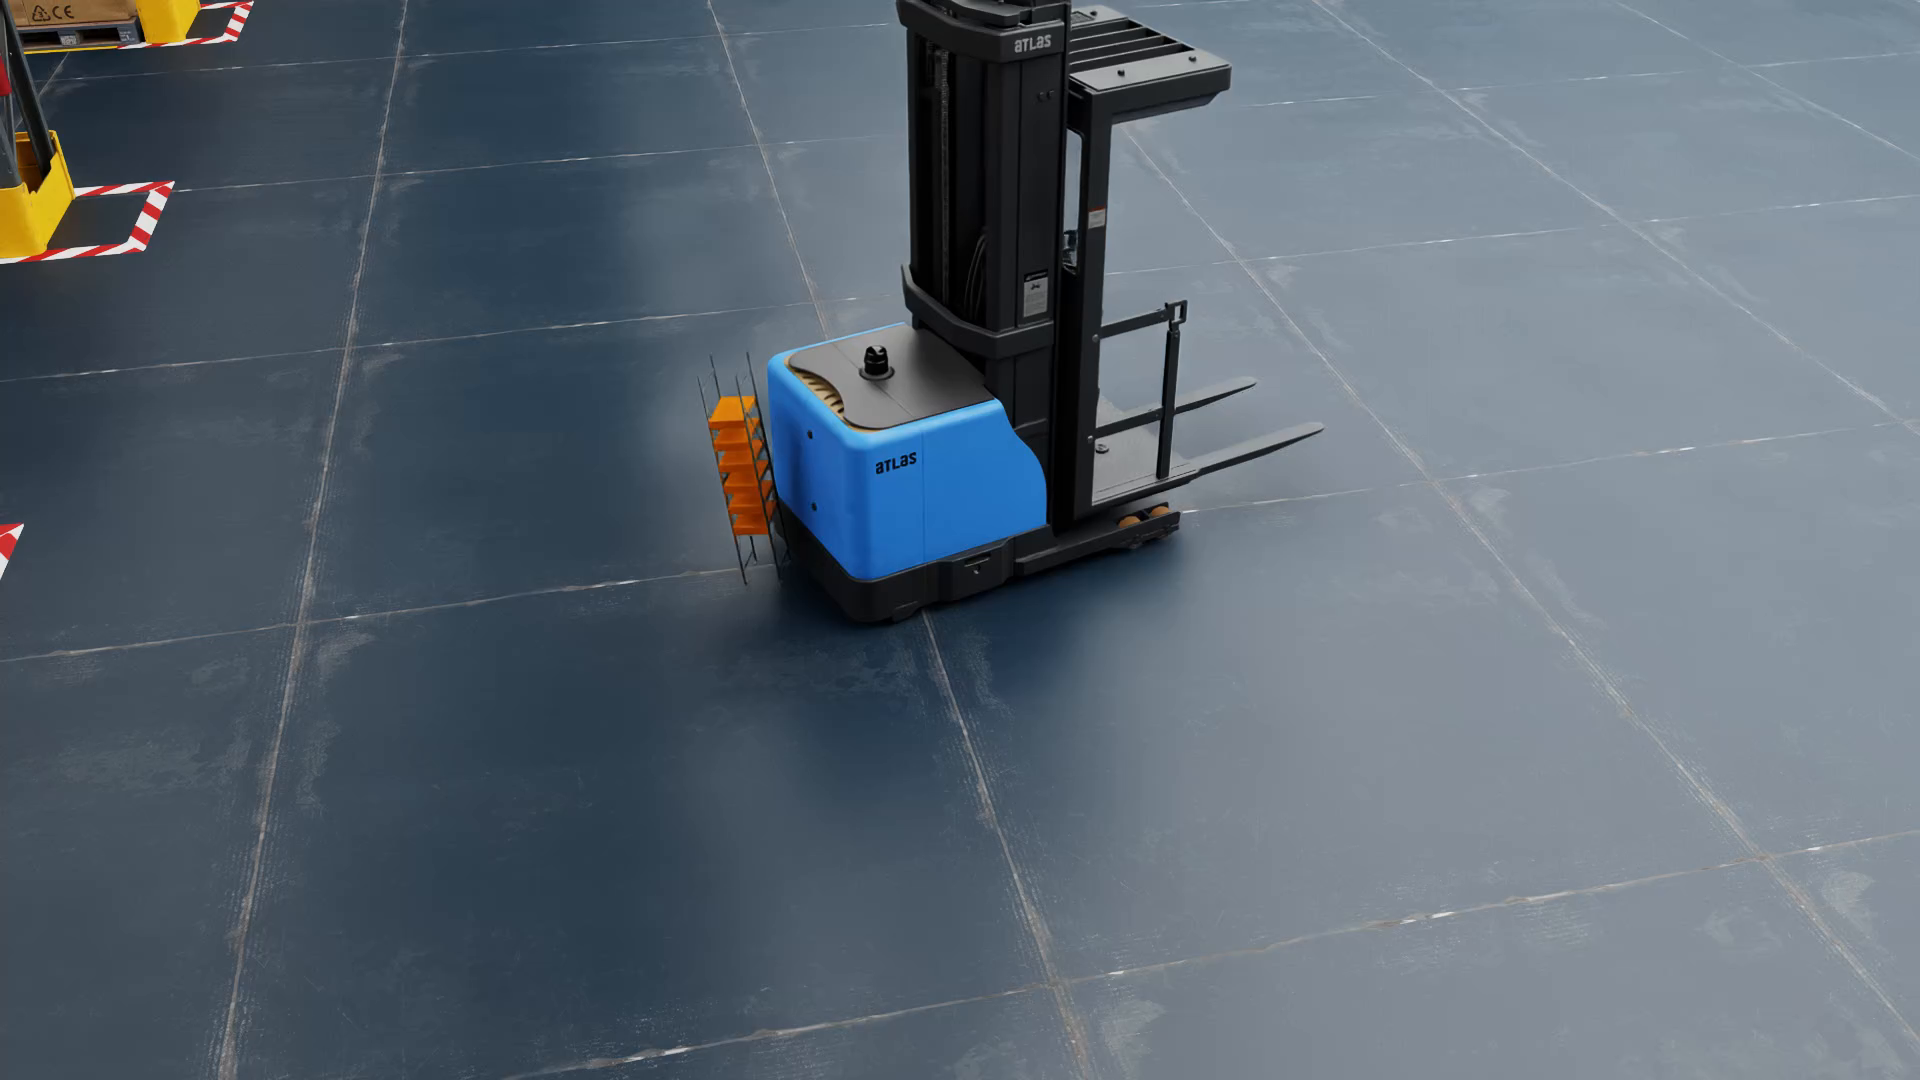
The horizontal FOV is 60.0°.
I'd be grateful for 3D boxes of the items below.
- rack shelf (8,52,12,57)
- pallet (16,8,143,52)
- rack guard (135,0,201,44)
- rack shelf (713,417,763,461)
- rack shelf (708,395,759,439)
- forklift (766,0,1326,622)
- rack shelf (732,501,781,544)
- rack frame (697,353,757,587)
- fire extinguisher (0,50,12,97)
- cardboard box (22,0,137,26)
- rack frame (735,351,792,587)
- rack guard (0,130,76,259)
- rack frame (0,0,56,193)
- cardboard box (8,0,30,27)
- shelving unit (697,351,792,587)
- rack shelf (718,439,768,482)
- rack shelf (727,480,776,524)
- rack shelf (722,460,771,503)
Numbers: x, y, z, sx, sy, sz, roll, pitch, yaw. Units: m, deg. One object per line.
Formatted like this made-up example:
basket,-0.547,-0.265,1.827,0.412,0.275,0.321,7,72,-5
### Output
rack shelf,-8.653,-3.019,11.202,4.000,0.370,1.077,-7,35,-11
pallet,-8.461,-4.973,15.971,1.213,0.211,1.003,-7,35,-11
rack guard,-7.675,-5.236,16.104,0.348,0.500,1.175,-7,35,-11
rack shelf,-1.068,-0.492,8.044,0.180,0.103,0.258,-1,33,10
rack shelf,-1.082,-0.592,7.980,0.180,0.103,0.258,-1,33,10
forklift,0.569,-1.409,8.219,3.031,2.935,1.130,-18,38,-24
rack shelf,-1.013,-0.092,8.304,0.180,0.103,0.258,-1,33,10
rack frame,-1.136,-0.327,8.167,0.006,1.200,0.240,-1,33,10
fire extinguisher,-6.489,-3.295,11.037,0.183,0.674,0.296,-7,35,-11
cardboard box,-8.345,-5.444,15.701,0.875,0.875,0.875,-7,34,-10
rack frame,-0.956,-0.331,8.134,0.006,1.200,0.240,-1,33,10
rack guard,-6.777,-2.516,12.050,0.348,0.500,1.175,-7,35,-11
rack frame,-6.702,-3.563,11.368,0.127,3.000,1.000,-7,35,-11
cardboard box,-9.203,-5.335,15.538,0.875,0.875,0.875,-8,35,-11
shelving unit,-1.046,-0.329,8.150,0.189,1.200,0.258,-1,33,10
rack shelf,-1.054,-0.392,8.109,0.180,0.103,0.258,-1,33,10
rack shelf,-1.027,-0.192,8.239,0.180,0.103,0.258,-1,33,10
rack shelf,-1.040,-0.292,8.174,0.180,0.103,0.258,-1,33,10
